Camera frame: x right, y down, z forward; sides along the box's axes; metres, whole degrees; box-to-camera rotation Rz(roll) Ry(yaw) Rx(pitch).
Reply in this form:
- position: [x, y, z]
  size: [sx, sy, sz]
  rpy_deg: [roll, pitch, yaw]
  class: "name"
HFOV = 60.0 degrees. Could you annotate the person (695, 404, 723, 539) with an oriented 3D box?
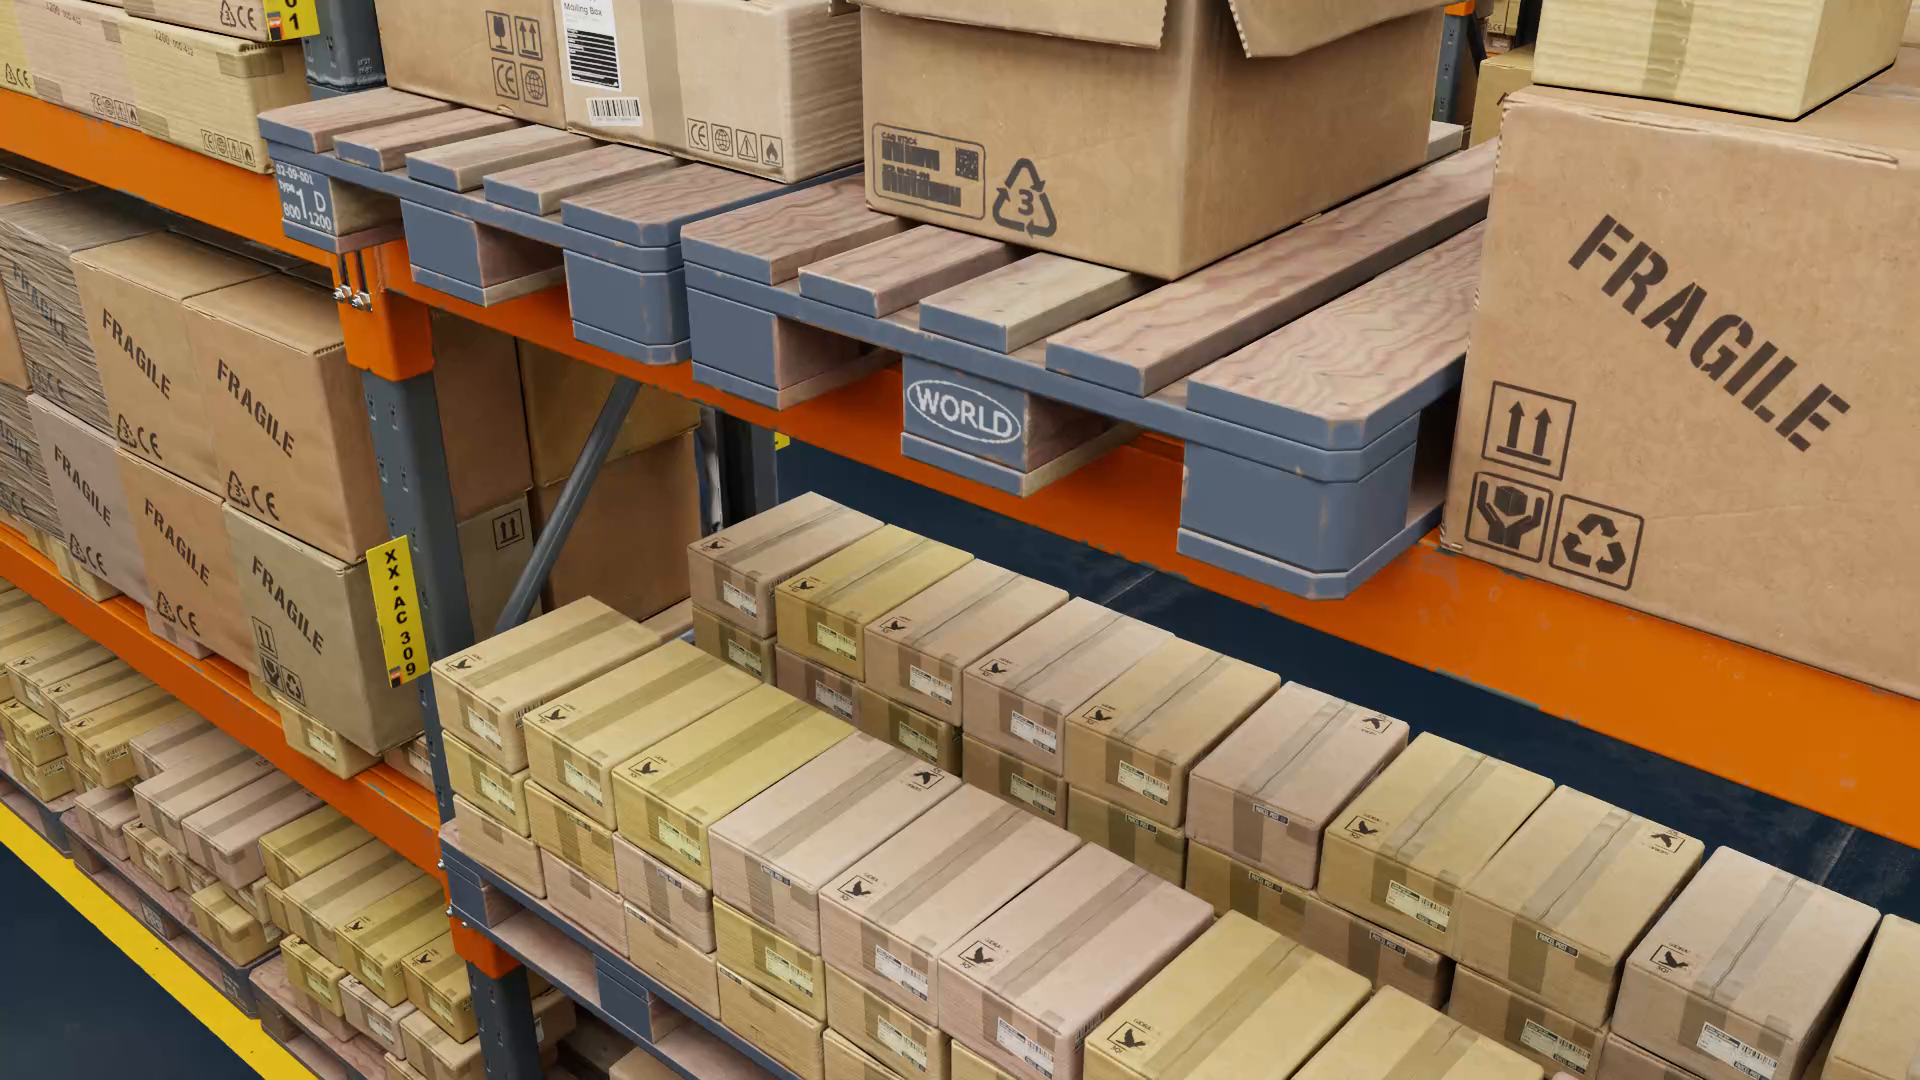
- position: [-1.180, -0.624, 7.274]
  size: [0.441, 1.658, 0.526]
  rpy_deg: [-9, 29, -16]
  class: "person"
